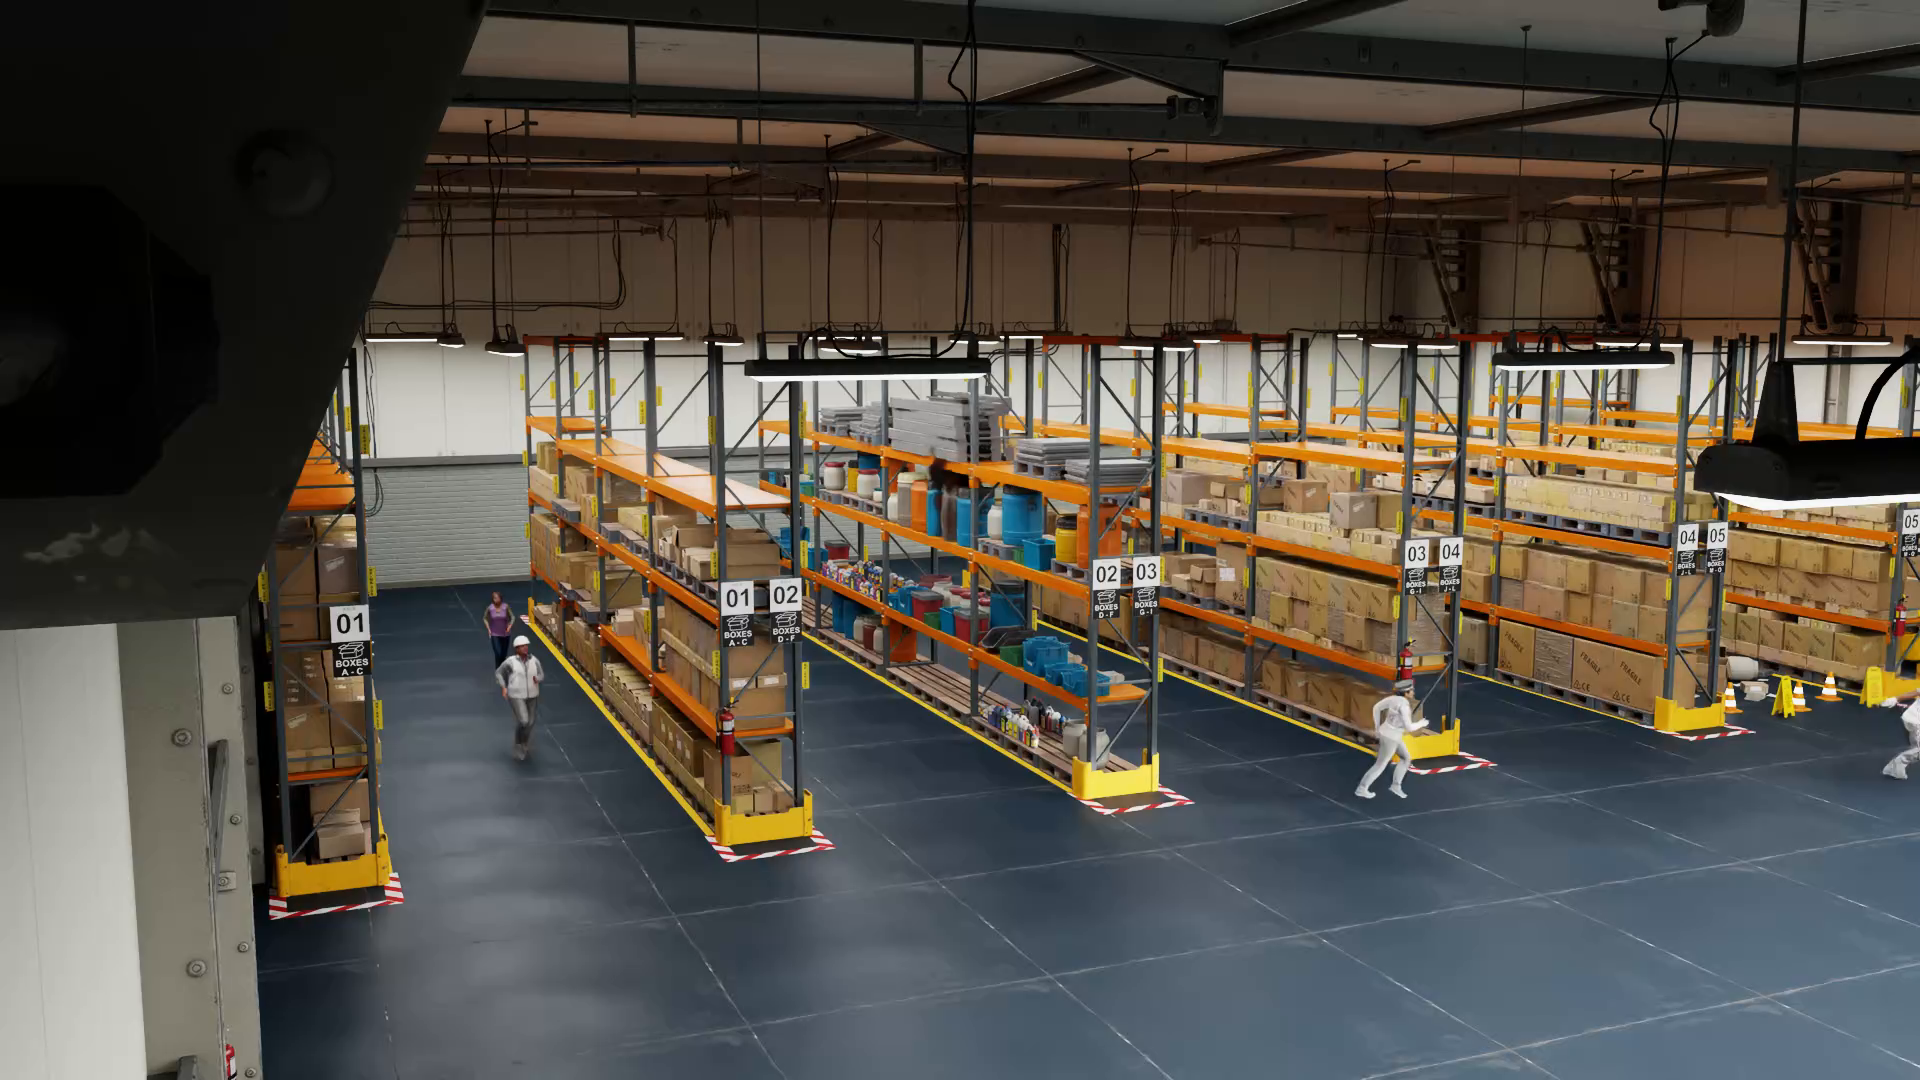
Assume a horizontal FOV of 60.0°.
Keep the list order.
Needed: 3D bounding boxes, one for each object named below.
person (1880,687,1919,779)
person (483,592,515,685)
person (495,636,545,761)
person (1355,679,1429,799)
[{"bbox_3d":[13.221,2.543,22.755,1.035,1.532,0.659,7,10,43],"label":"person"},{"bbox_3d":[-8.077,1.676,29.171,0.541,1.607,0.733,-2,8,-17],"label":"person"},{"bbox_3d":[-6.302,2.277,23.992,0.643,1.799,0.720,-6,10,-37],"label":"person"},{"bbox_3d":[5.670,2.632,21.841,0.946,1.650,0.600,0,8,1],"label":"person"}]
